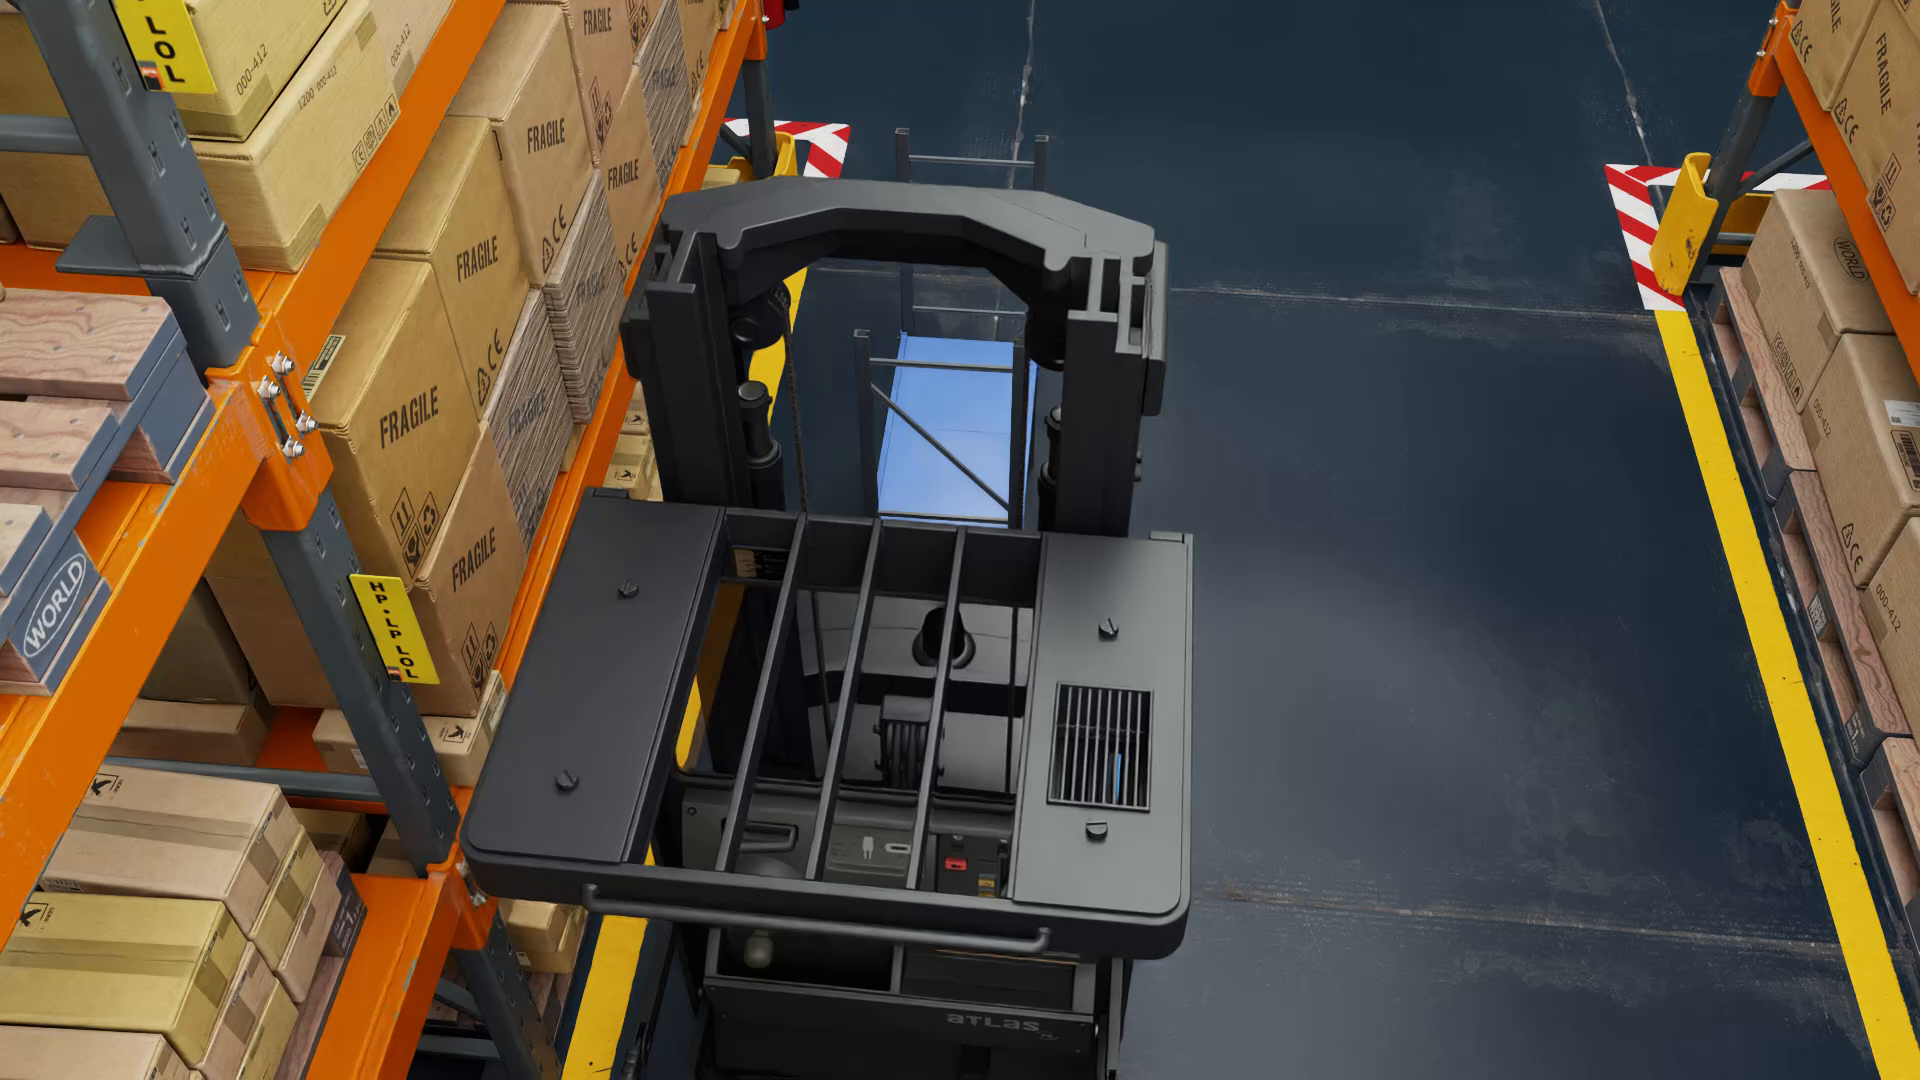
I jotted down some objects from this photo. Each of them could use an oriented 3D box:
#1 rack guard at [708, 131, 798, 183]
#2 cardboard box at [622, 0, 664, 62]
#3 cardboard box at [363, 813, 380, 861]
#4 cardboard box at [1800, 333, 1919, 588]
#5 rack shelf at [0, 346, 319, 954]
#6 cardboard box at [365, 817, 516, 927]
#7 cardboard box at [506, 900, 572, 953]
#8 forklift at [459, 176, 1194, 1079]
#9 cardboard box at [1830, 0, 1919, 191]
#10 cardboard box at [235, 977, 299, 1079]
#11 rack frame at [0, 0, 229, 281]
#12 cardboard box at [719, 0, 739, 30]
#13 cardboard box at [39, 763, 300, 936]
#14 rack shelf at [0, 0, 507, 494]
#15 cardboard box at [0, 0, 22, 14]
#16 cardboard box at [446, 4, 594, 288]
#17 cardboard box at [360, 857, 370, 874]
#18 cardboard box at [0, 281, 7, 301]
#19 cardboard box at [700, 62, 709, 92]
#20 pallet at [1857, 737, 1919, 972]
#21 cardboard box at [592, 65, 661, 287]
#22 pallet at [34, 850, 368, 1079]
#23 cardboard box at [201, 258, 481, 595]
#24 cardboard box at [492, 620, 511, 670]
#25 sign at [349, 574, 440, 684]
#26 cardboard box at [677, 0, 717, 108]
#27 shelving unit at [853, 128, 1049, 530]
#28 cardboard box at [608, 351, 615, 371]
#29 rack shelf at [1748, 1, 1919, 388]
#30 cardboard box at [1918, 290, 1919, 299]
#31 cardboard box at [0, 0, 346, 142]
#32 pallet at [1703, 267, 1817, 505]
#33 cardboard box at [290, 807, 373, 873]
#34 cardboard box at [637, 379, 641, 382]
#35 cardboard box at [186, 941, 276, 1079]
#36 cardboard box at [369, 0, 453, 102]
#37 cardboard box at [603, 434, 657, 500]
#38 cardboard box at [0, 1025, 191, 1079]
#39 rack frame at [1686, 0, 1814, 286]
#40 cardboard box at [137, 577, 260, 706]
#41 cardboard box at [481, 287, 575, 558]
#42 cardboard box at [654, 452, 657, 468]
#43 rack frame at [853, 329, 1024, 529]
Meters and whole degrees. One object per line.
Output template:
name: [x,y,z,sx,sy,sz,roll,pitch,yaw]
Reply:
rack guard: [-1.304,-1.505,7.287,1.175,0.500,0.348,4,48,4]
cardboard box: [-1.175,-1.768,4.887,0.500,0.500,0.500,6,48,5]
cardboard box: [-1.937,0.803,4.929,0.380,0.149,0.250,2,48,2]
cardboard box: [3.606,-0.258,5.905,0.875,0.438,0.875,5,48,5]
rack shelf: [-1.844,1.235,1.542,1.077,0.370,4.000,4,48,4]
cardboard box: [-1.424,0.916,4.624,0.380,0.149,0.250,6,48,5]
cardboard box: [-1.310,1.010,4.739,0.380,0.149,0.250,6,48,5]
forklift: [-0.163,0.864,3.474,1.130,2.935,3.031,5,48,4]
cardboard box: [3.294,-1.472,5.496,0.500,0.500,0.500,3,48,3]
cardboard box: [-1.523,0.975,3.212,0.380,0.149,0.250,4,48,4]
rack frame: [-1.661,-1.489,1.514,1.000,3.000,0.127,4,48,4]
cardboard box: [-1.045,-2.061,6.272,0.380,0.149,0.250,4,48,4]
cardboard box: [-1.503,0.586,3.164,0.380,0.149,0.250,6,48,5]
rack shelf: [-1.479,-1.704,4.230,1.077,0.370,4.000,4,48,4]
cardboard box: [-1.394,-0.927,2.525,0.380,0.149,0.250,3,48,3]
cardboard box: [-1.269,-1.002,4.186,0.500,0.500,0.500,5,48,4]
cardboard box: [-1.965,1.045,4.909,0.380,0.149,0.250,4,48,4]
cardboard box: [-1.805,-0.381,2.181,0.700,0.500,0.500,4,48,4]
cardboard box: [-1.113,-1.695,5.938,0.380,0.149,0.250,3,48,3]
pallet: [3.425,1.182,5.026,1.003,0.211,1.213,4,48,4]
cardboard box: [-1.226,-1.074,4.930,0.500,0.500,0.500,6,48,5]
pallet: [-1.876,1.152,3.294,1.003,0.211,1.213,4,48,4]
cardboard box: [-1.377,-0.251,3.500,0.500,0.500,0.500,5,48,4]
cardboard box: [-1.360,0.239,4.169,0.380,0.149,0.250,5,48,5]
sign: [-1.108,0.179,3.269,0.100,0.325,0.005,4,48,4]
cardboard box: [-1.133,-1.813,5.606,0.500,0.500,0.500,3,48,3]
shelving unit: [-0.008,-0.443,5.639,0.538,1.500,1.048,4,48,4]
cardboard box: [-1.238,-0.537,4.879,0.380,0.149,0.250,6,48,5]
rack shelf: [3.460,-0.433,5.101,1.077,0.370,4.000,4,48,4]
cardboard box: [3.201,-0.730,4.817,0.500,0.500,0.500,5,48,5]
cardboard box: [-1.378,-0.933,2.800,0.500,0.250,0.500,5,48,5]
pallet: [3.647,-0.611,6.666,1.003,0.211,1.213,4,48,4]
cardboard box: [-1.888,0.876,4.660,0.380,0.149,0.250,5,48,5]
cardboard box: [-1.126,-0.612,6.021,0.380,0.149,0.250,5,48,5]
cardboard box: [-1.524,0.877,3.099,0.380,0.149,0.250,4,48,4]
cardboard box: [-1.320,-1.118,3.308,0.500,0.250,0.500,3,48,3]
cardboard box: [-1.256,-0.231,5.673,0.380,0.149,0.250,4,48,4]
cardboard box: [-1.553,0.973,2.810,0.380,0.149,0.250,2,48,2]
rack frame: [3.642,-2.145,6.179,1.000,3.000,0.127,4,48,4]
cardboard box: [-1.899,0.027,3.923,0.500,0.500,0.500,4,48,4]
cardboard box: [-1.327,-0.310,4.231,0.500,0.500,0.500,4,48,4]
cardboard box: [-1.182,-0.326,5.962,0.380,0.149,0.250,6,48,5]
rack frame: [-0.054,-0.070,5.298,0.500,1.500,0.032,4,48,4]
